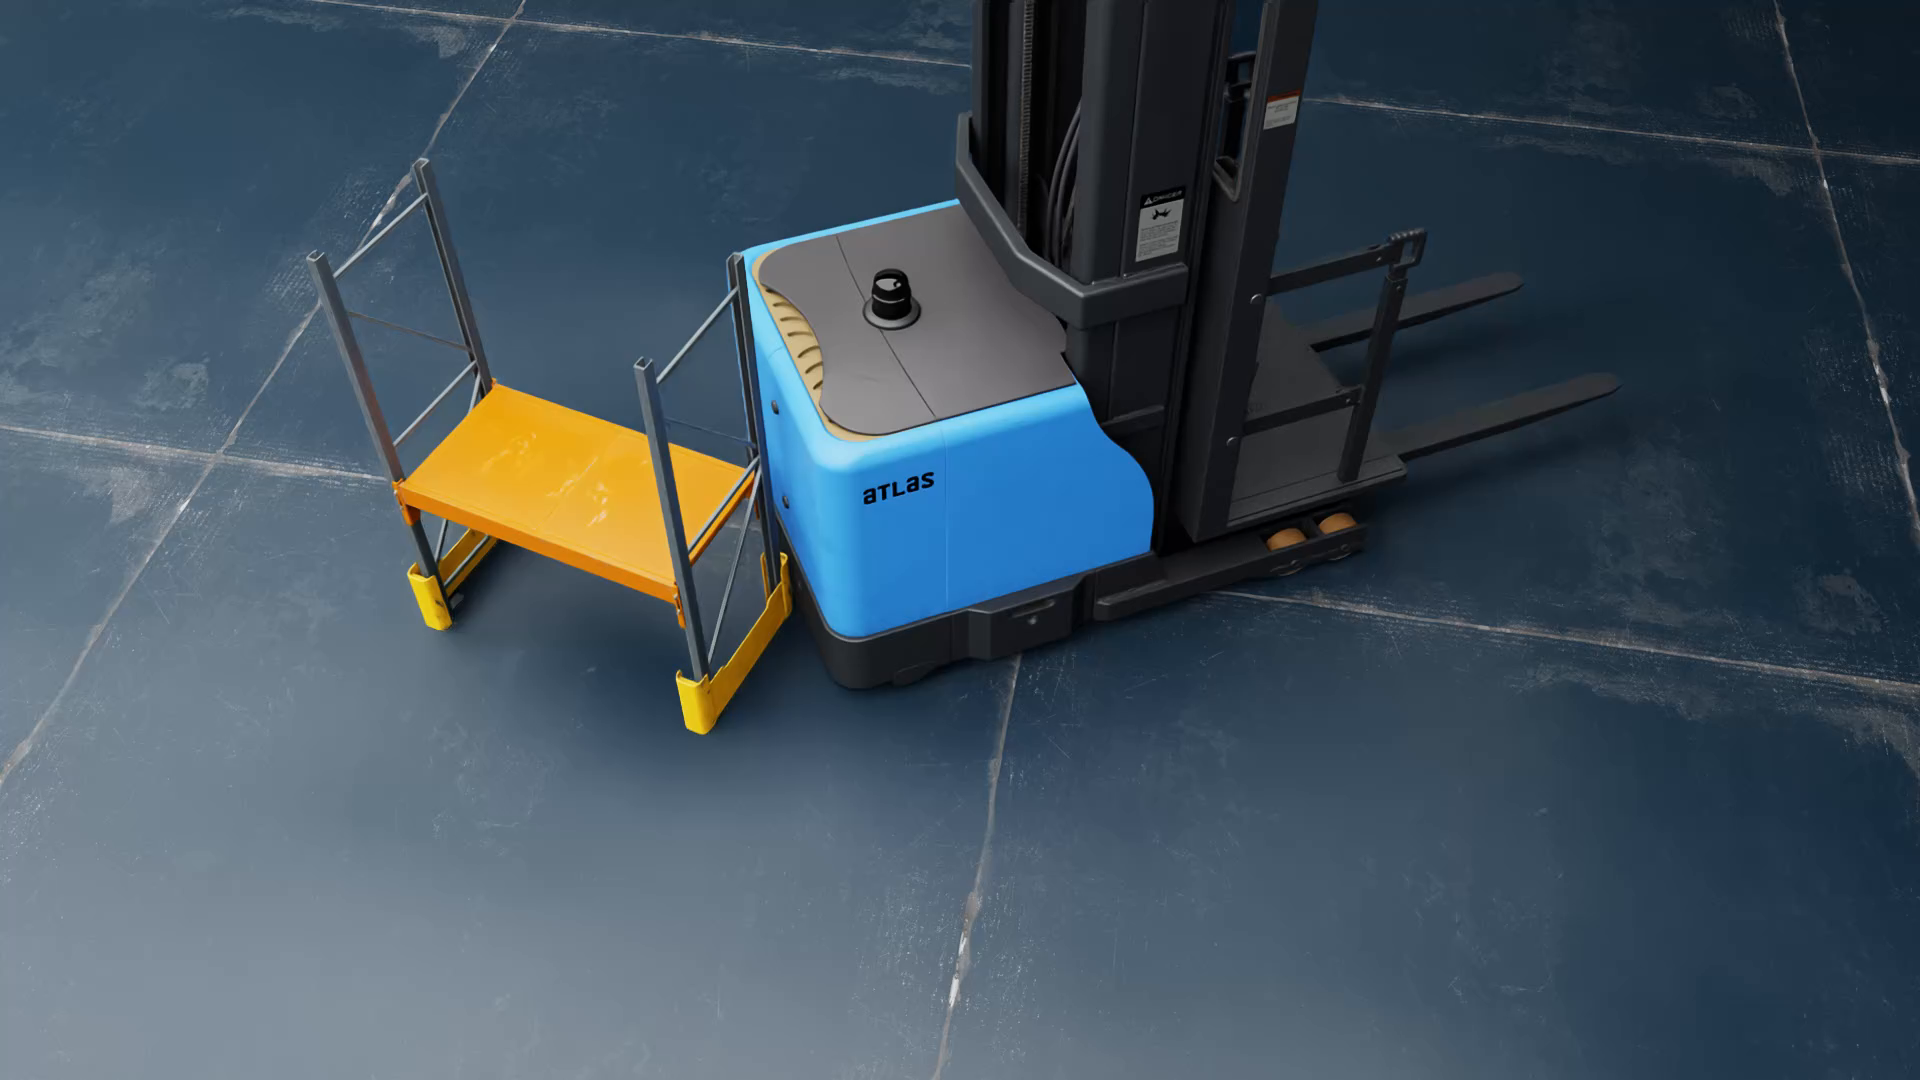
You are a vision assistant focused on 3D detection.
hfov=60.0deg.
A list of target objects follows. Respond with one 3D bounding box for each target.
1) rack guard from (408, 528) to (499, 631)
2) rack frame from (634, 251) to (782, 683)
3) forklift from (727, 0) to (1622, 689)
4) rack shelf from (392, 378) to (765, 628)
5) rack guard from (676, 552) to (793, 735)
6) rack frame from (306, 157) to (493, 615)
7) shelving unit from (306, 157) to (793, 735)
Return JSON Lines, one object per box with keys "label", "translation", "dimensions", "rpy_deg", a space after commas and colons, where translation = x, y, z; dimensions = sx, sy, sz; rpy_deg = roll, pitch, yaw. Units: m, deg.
{"label": "rack guard", "translation": [-1.614, 0.010, 5.573], "dimensions": [0.087, 0.250, 0.587], "rpy_deg": [19, 51, 16]}
{"label": "rack frame", "translation": [-0.692, -0.093, 4.825], "dimensions": [0.032, 1.500, 0.500], "rpy_deg": [19, 51, 16]}
{"label": "forklift", "translation": [0.842, -1.211, 4.868], "dimensions": [3.031, 2.935, 1.130], "rpy_deg": [-16, 50, -14]}
{"label": "rack shelf", "translation": [-1.153, -0.130, 5.101], "dimensions": [1.000, 0.185, 0.538], "rpy_deg": [19, 51, 16]}
{"label": "rack guard", "translation": [-0.709, 0.319, 5.295], "dimensions": [0.087, 0.250, 0.587], "rpy_deg": [19, 51, 16]}
{"label": "rack frame", "translation": [-1.615, -0.408, 5.109], "dimensions": [0.032, 1.500, 0.500], "rpy_deg": [19, 51, 16]}
{"label": "shelving unit", "translation": [-1.162, -0.253, 4.969], "dimensions": [1.083, 1.500, 0.587], "rpy_deg": [19, 51, 16]}
